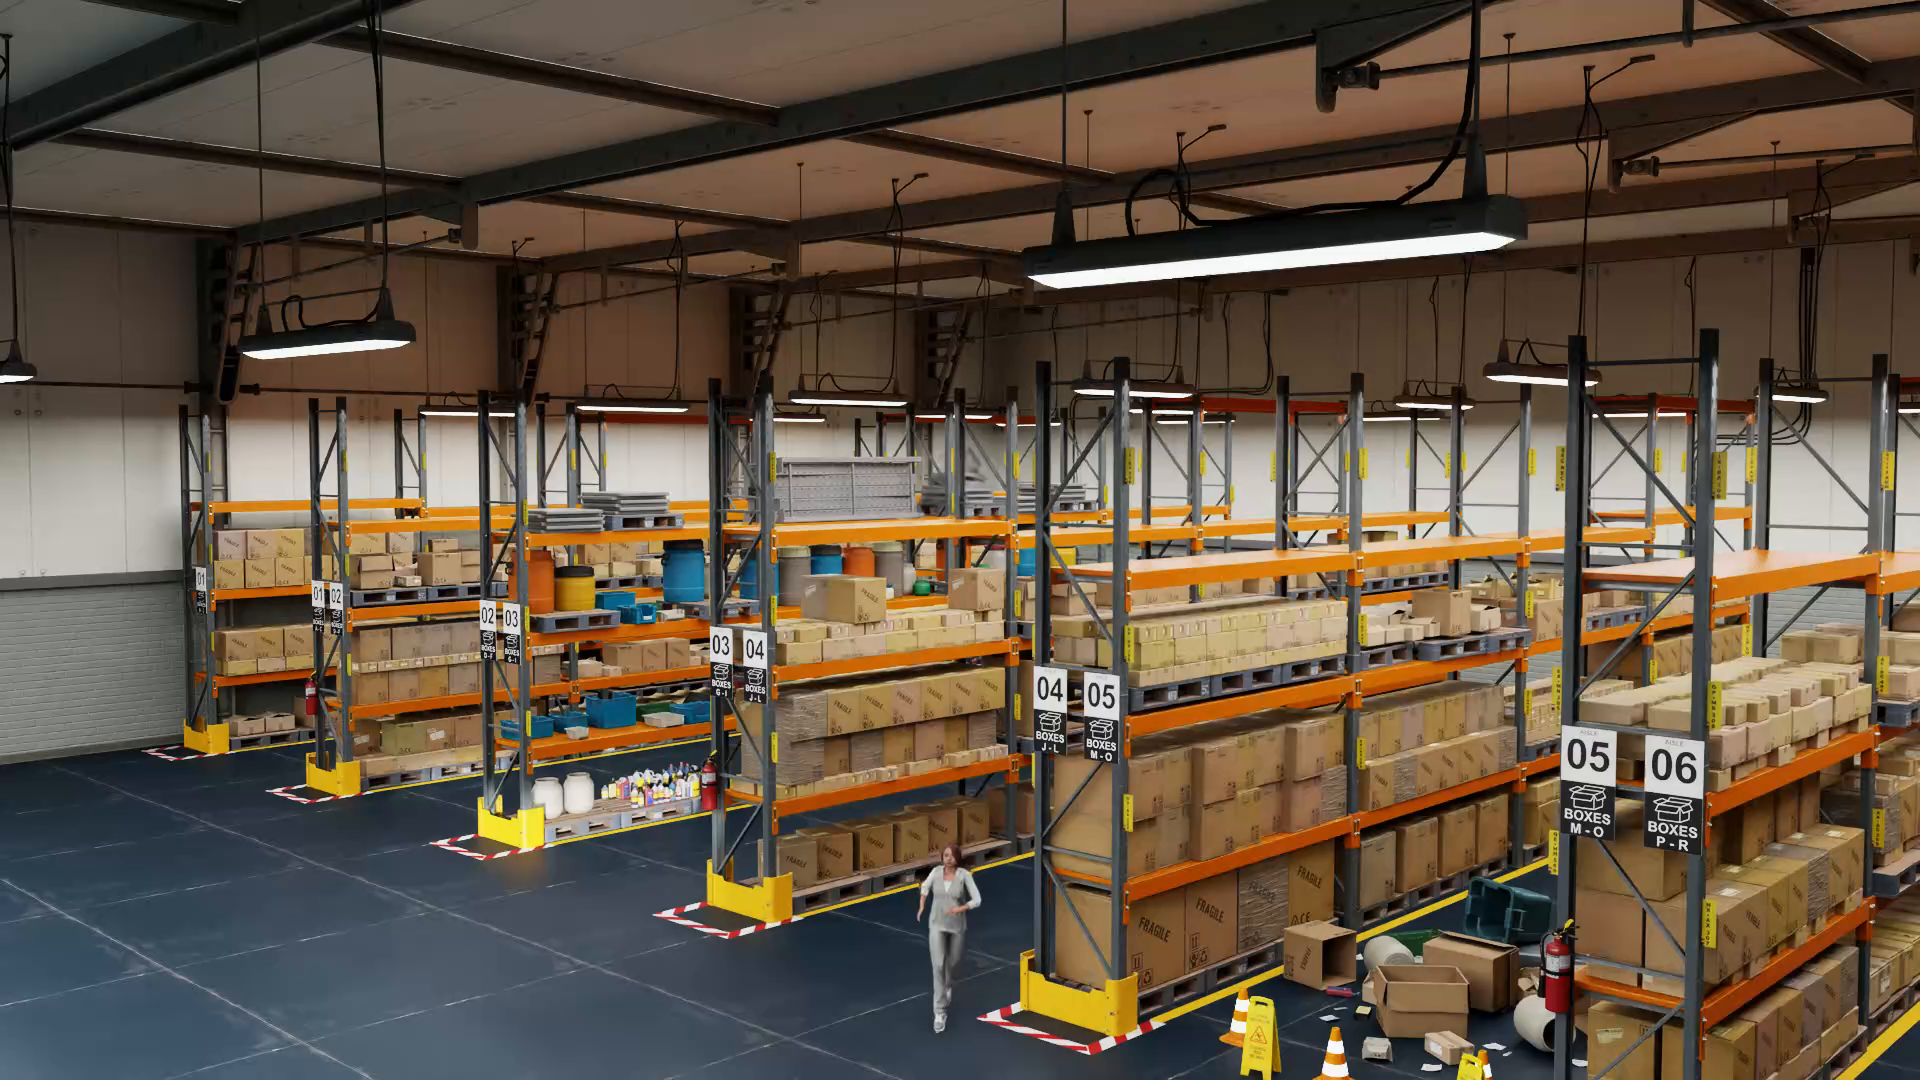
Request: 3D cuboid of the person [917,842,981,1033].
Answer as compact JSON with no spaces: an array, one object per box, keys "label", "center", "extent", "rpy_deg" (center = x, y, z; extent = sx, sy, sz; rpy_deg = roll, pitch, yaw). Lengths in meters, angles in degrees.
[{"label":"person","center":[-0.099,3.563,15.164],"extent":[0.581,1.610,0.810],"rpy_deg":[0,3,-1]}]
